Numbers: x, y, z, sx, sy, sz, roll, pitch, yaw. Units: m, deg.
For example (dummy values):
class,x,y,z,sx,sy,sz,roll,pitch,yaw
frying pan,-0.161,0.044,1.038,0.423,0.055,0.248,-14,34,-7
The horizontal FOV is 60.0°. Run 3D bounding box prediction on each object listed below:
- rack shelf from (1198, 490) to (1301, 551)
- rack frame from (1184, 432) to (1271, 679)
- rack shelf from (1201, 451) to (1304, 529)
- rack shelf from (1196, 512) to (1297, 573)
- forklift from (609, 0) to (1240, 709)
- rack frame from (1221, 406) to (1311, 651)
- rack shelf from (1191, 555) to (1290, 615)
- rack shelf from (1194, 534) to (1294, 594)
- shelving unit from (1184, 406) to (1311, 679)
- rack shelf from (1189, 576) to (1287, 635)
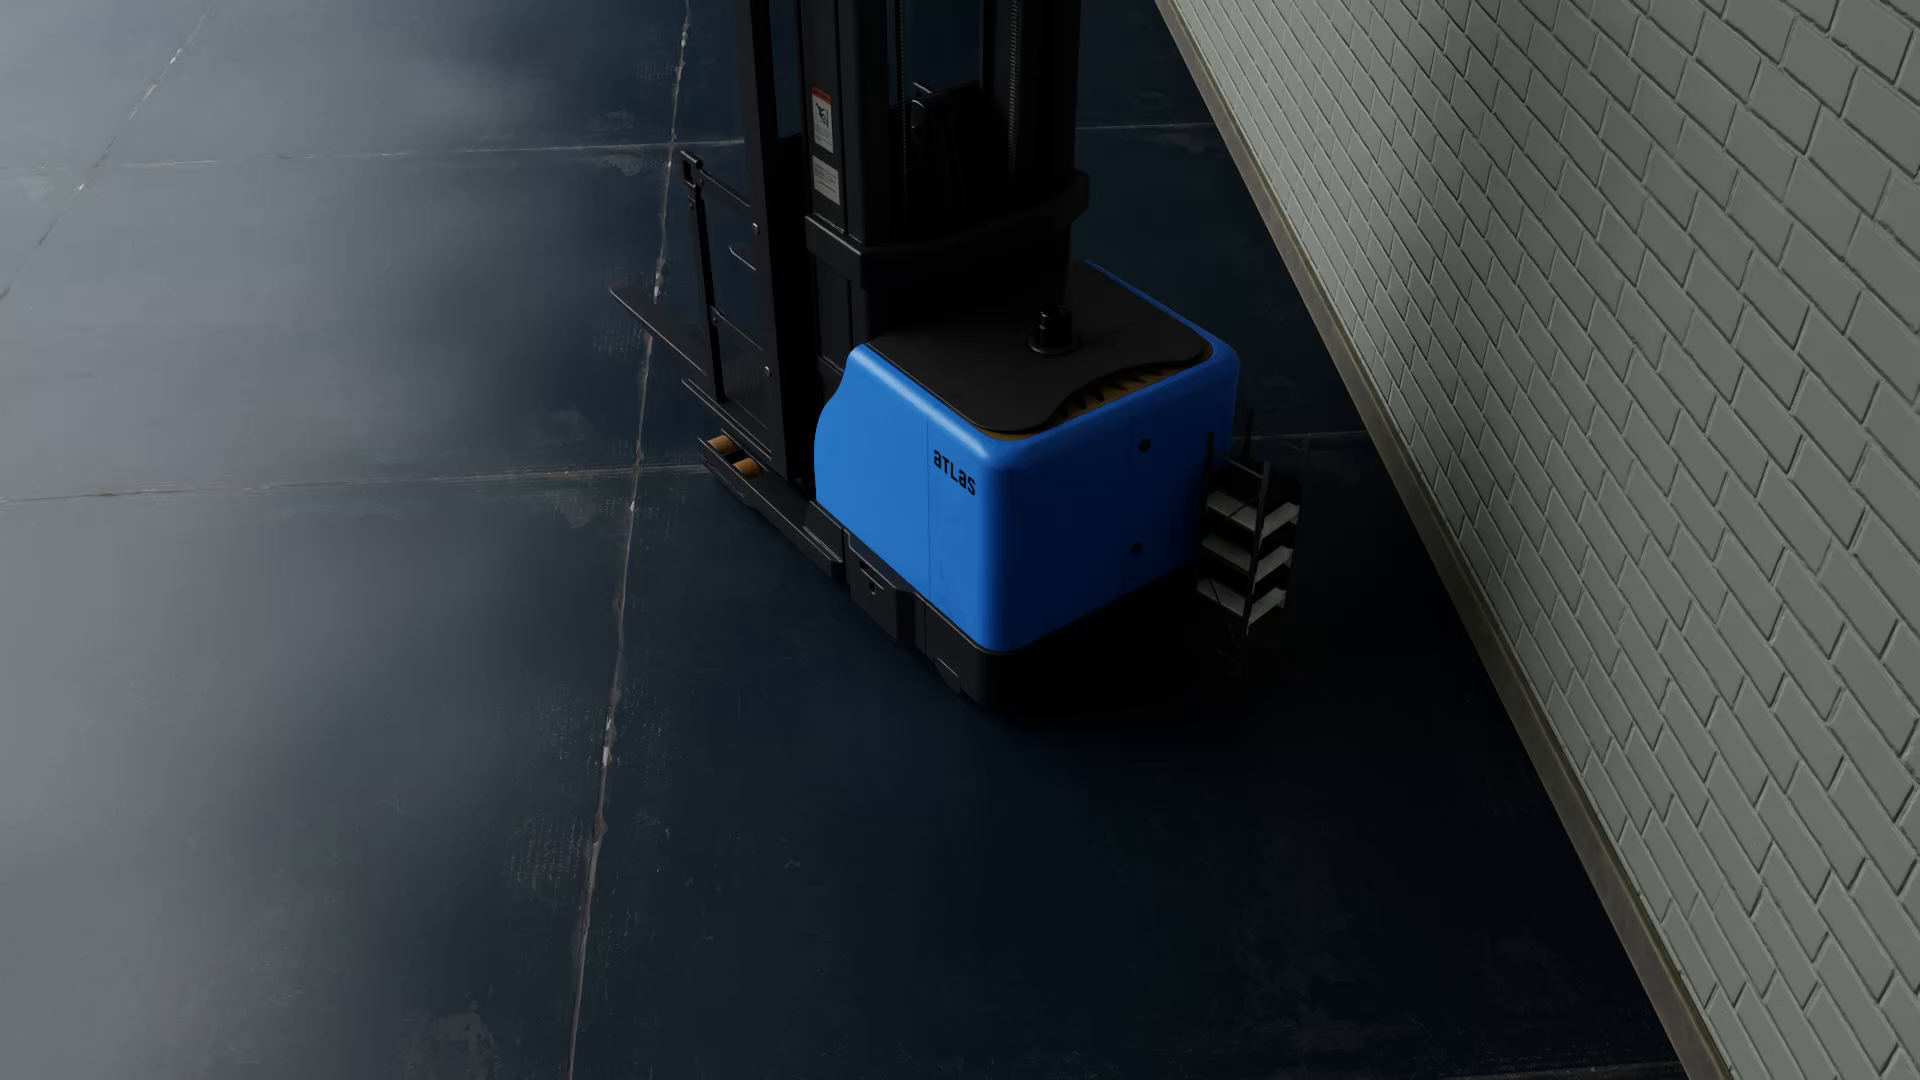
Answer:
class,x,y,z,sx,sy,sz,roll,pitch,yaw
rack shelf,0.939,-0.093,5.404,0.200,0.077,0.258,-31,48,-33
rack frame,0.867,0.067,5.439,0.006,0.900,0.240,-31,48,-33
rack shelf,0.939,-0.163,5.348,0.200,0.077,0.258,-31,48,-33
rack shelf,0.939,-0.022,5.460,0.200,0.077,0.258,-31,48,-33
forklift,-0.371,-1.460,5.735,1.130,2.935,3.031,-25,45,-28
rack frame,1.012,-0.022,5.551,0.006,0.900,0.240,-31,48,-33
rack shelf,0.939,0.119,5.571,0.200,0.077,0.258,-31,48,-33
rack shelf,0.939,0.049,5.516,0.200,0.077,0.258,-31,48,-33
shelving unit,0.939,0.022,5.495,0.210,0.900,0.258,-31,48,-33
rack shelf,0.939,0.190,5.627,0.200,0.077,0.258,-31,48,-33
